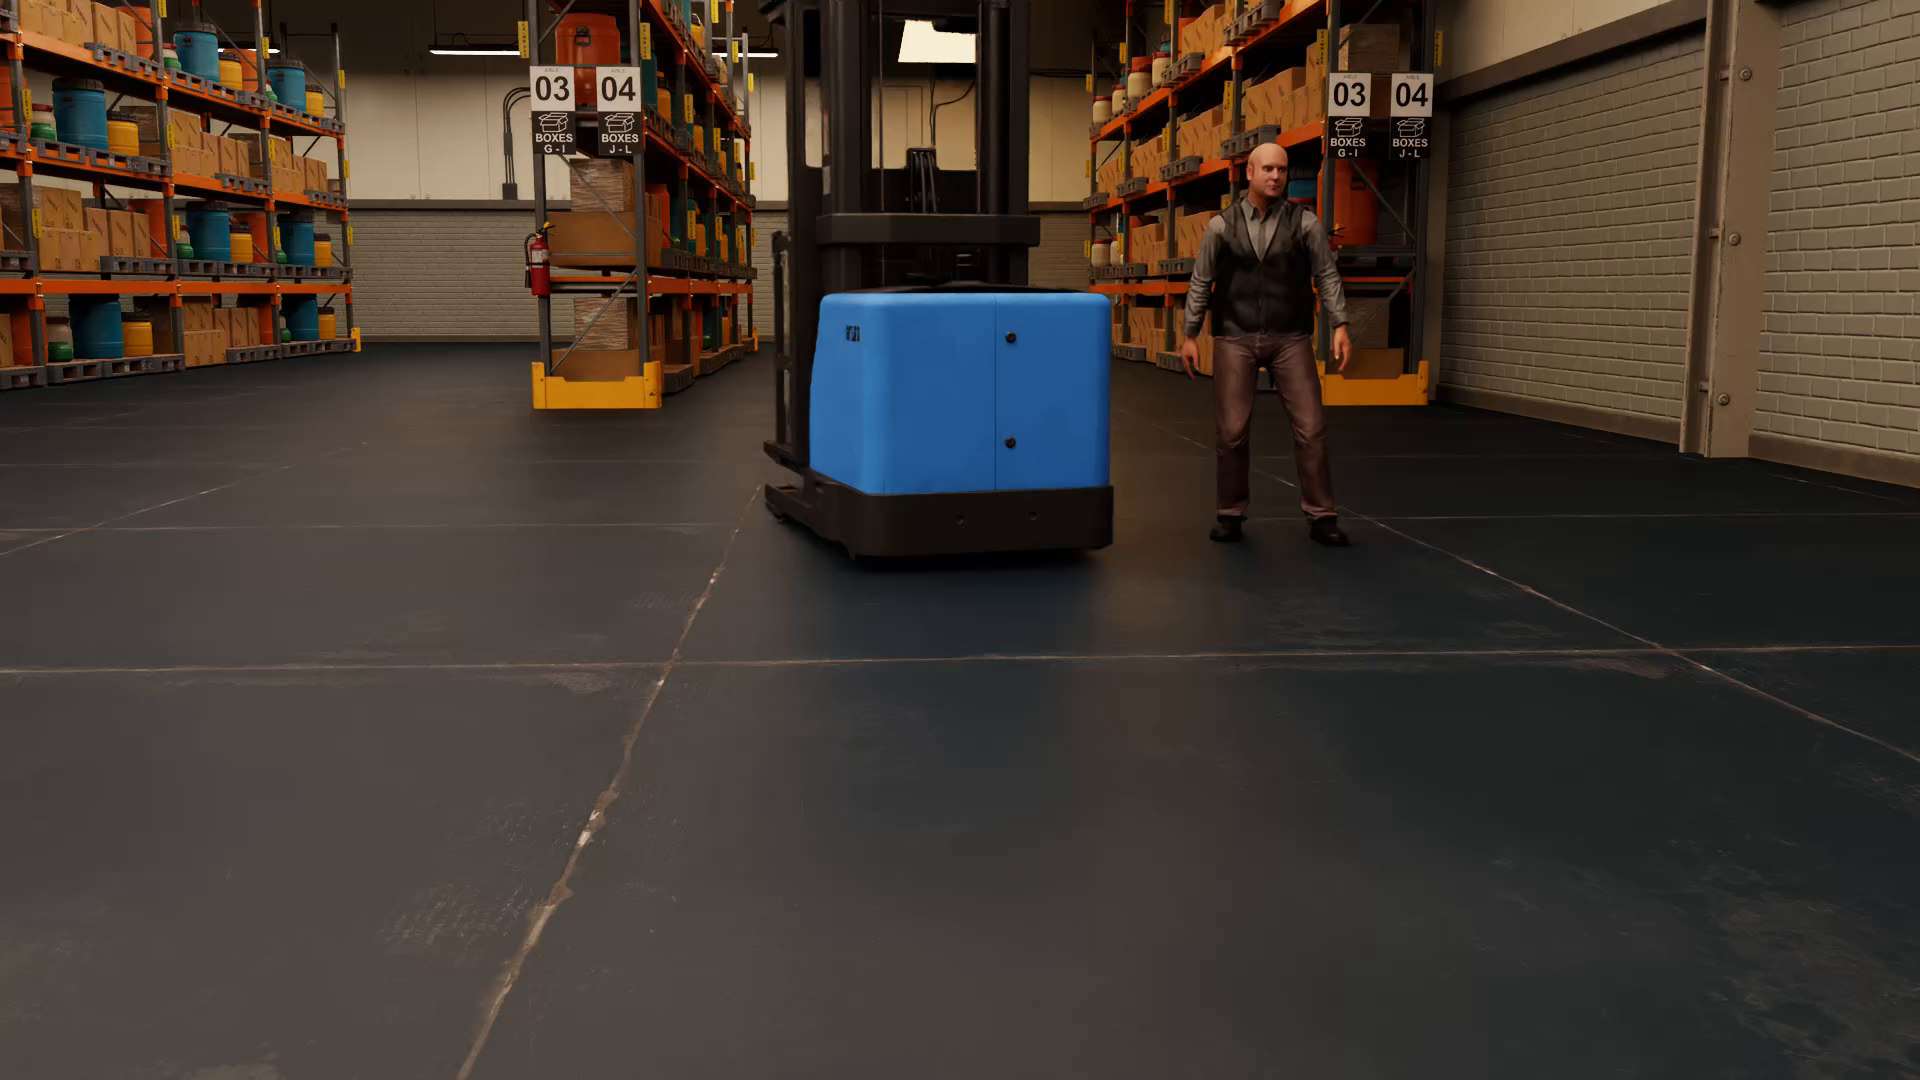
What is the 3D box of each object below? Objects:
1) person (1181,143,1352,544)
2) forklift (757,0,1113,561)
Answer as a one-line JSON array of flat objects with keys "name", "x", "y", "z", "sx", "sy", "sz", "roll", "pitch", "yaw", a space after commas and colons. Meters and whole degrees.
[{"name": "person", "x": 1.327, "y": -0.849, "z": 7.223, "sx": 0.728, "sy": 1.705, "sz": 0.421, "roll": 1, "pitch": 9, "yaw": 8}, {"name": "forklift", "x": -0.311, "y": -1.544, "z": 7.731, "sx": 1.130, "sy": 2.935, "sz": 3.031, "roll": -3, "pitch": 9, "yaw": -17}]
